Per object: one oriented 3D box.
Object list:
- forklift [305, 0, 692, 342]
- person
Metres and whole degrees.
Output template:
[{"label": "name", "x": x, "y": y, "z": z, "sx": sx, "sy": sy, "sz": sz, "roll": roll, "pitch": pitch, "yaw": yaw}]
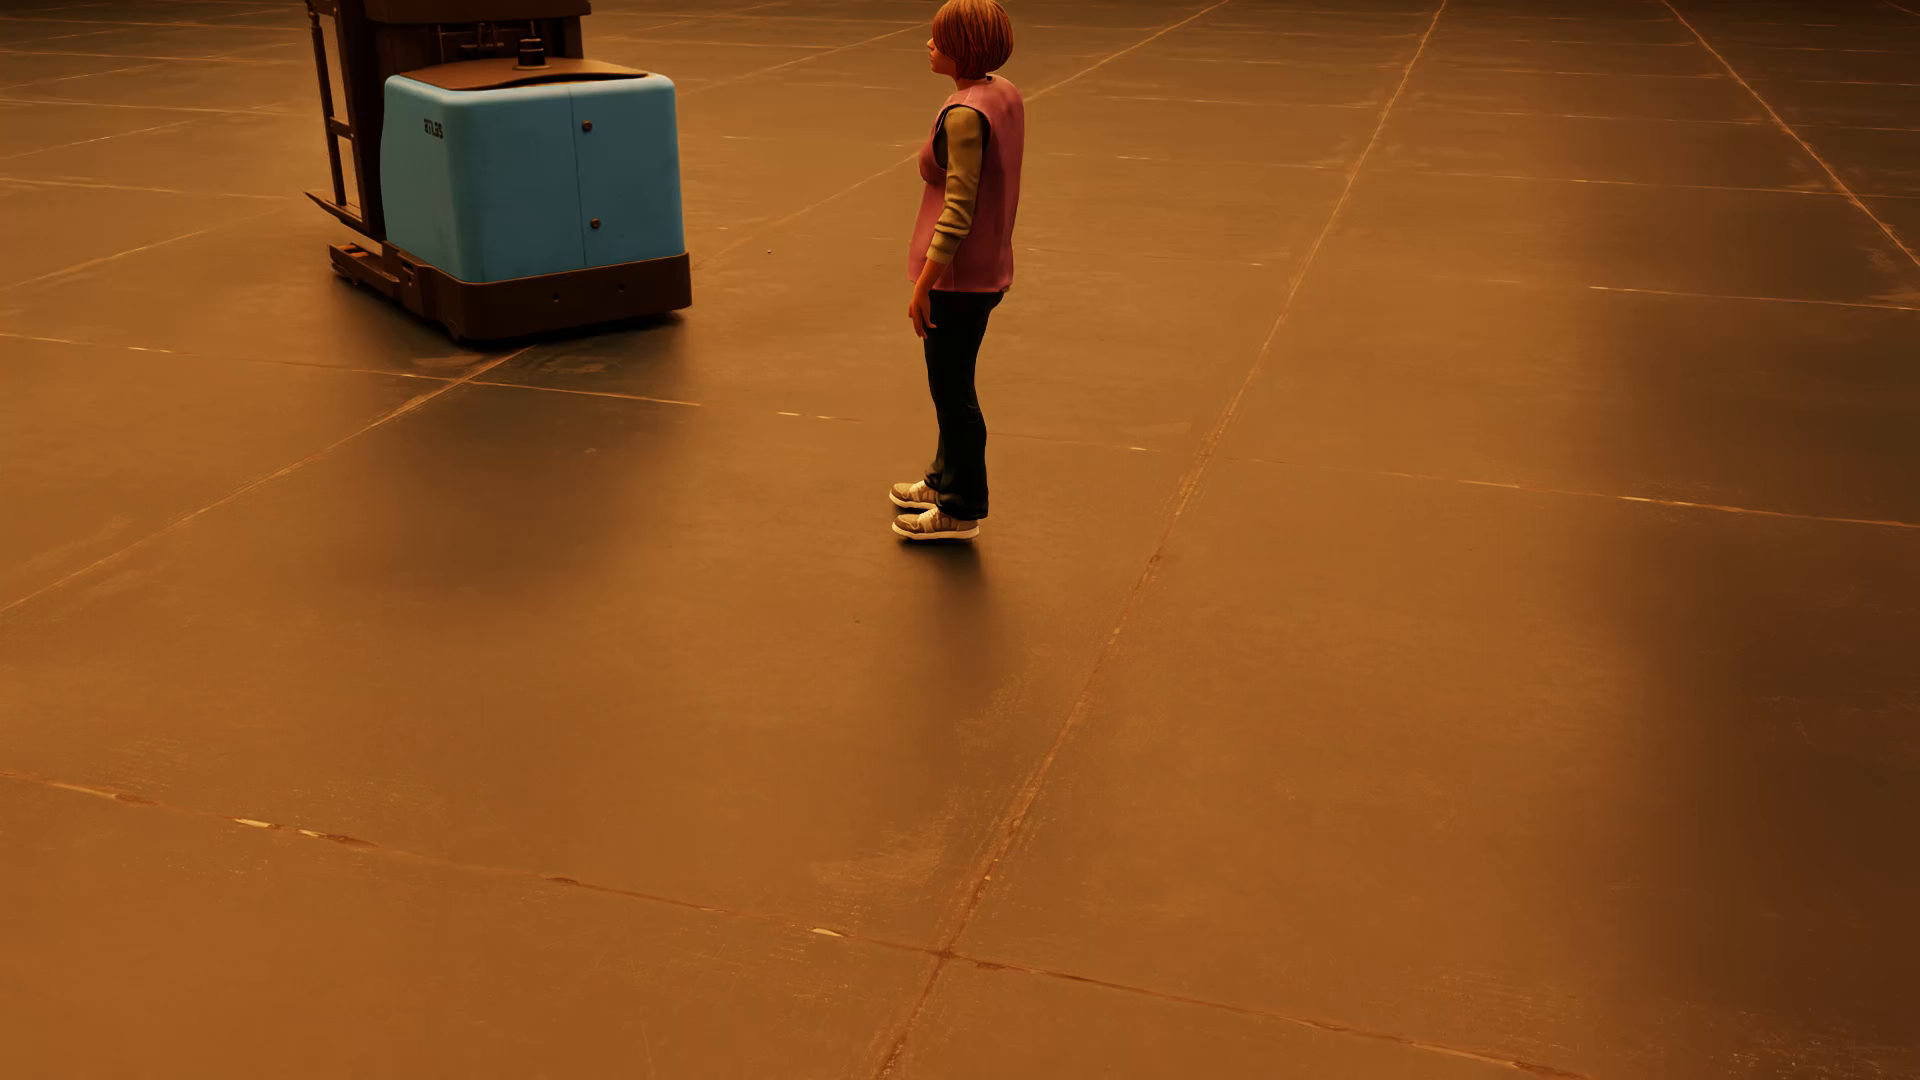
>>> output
[{"label": "forklift", "x": -2.477, "y": -2.693, "z": 7.803, "sx": 1.130, "sy": 2.935, "sz": 3.031, "roll": -15, "pitch": 27, "yaw": -33}, {"label": "person", "x": -0.066, "y": -0.759, "z": 4.846, "sx": 0.476, "sy": 1.597, "sz": 0.520, "roll": 7, "pitch": 23, "yaw": 16}]
